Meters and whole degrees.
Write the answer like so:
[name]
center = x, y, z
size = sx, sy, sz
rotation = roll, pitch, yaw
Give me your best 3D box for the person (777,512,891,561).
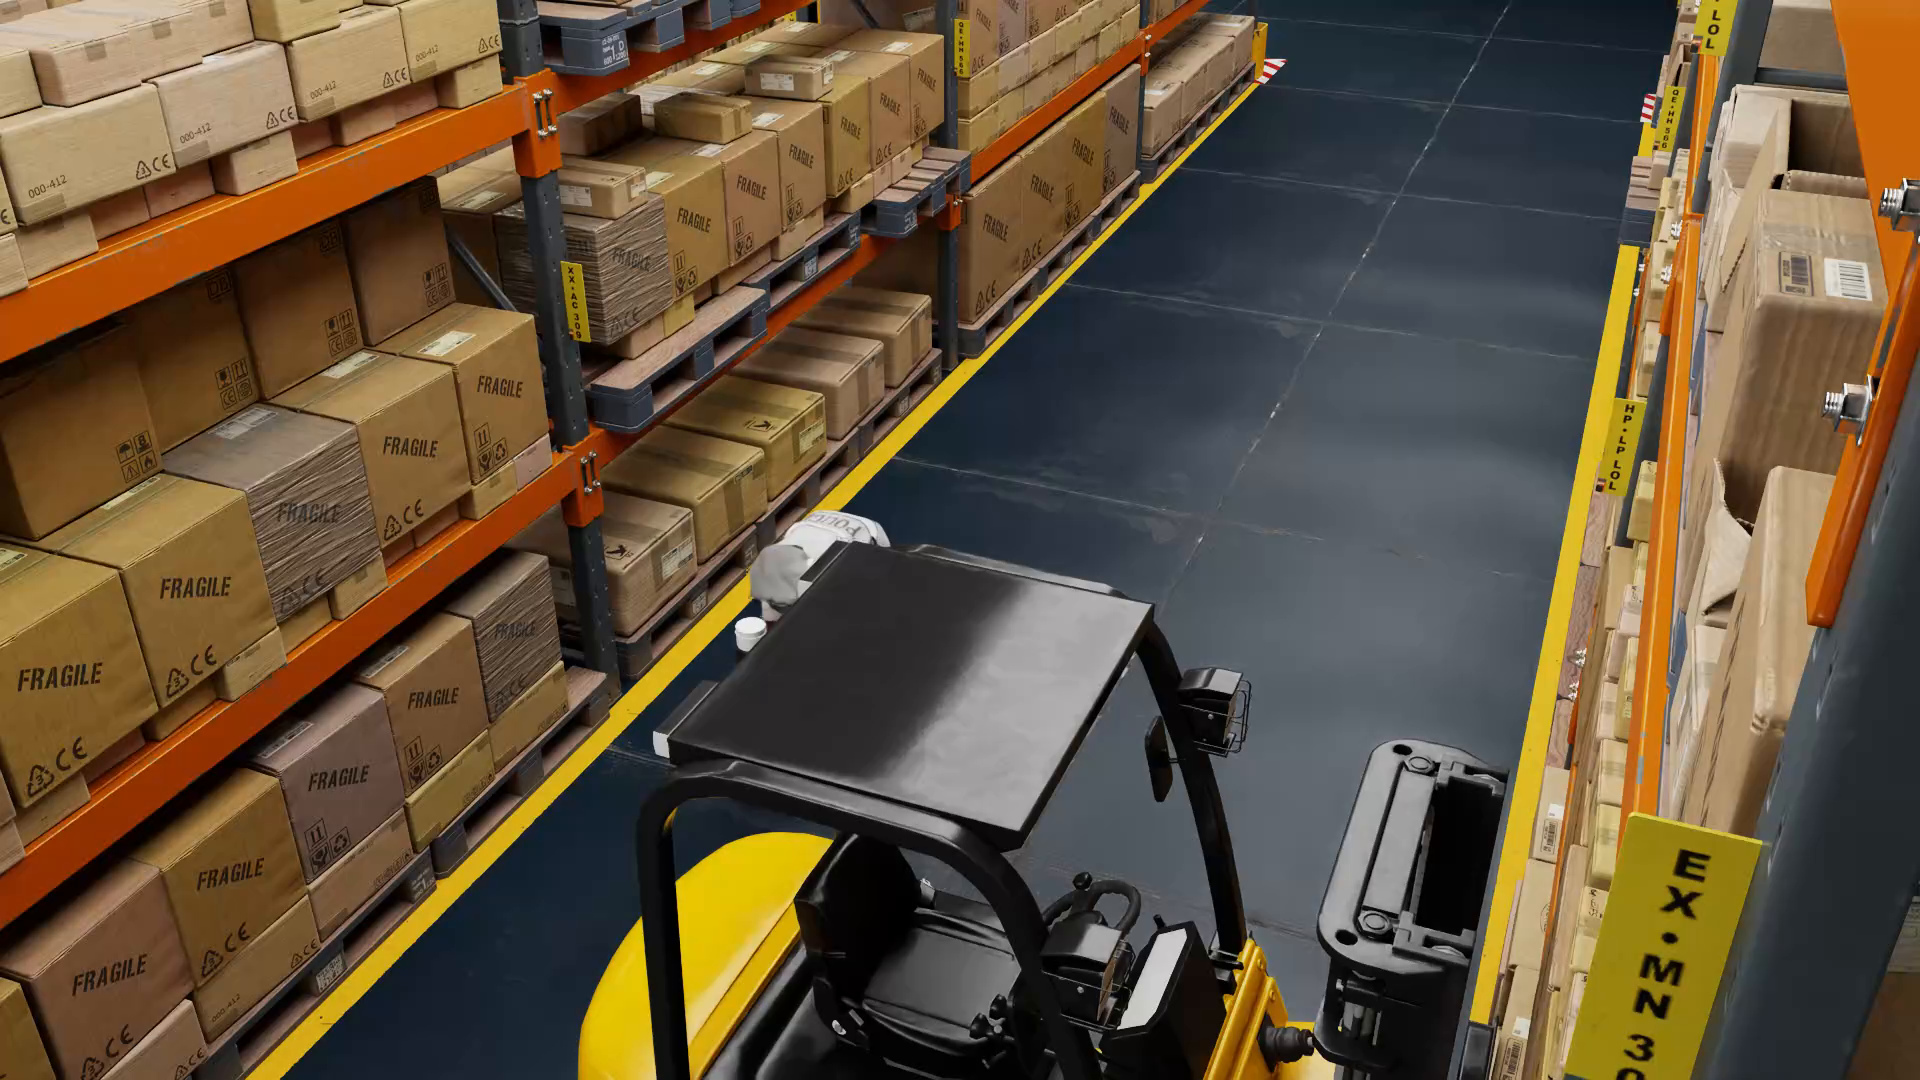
[person]
center = -0.532, 0.322, 7.062
size = 0.440, 1.032, 0.638
rotation = 10, 31, 17
